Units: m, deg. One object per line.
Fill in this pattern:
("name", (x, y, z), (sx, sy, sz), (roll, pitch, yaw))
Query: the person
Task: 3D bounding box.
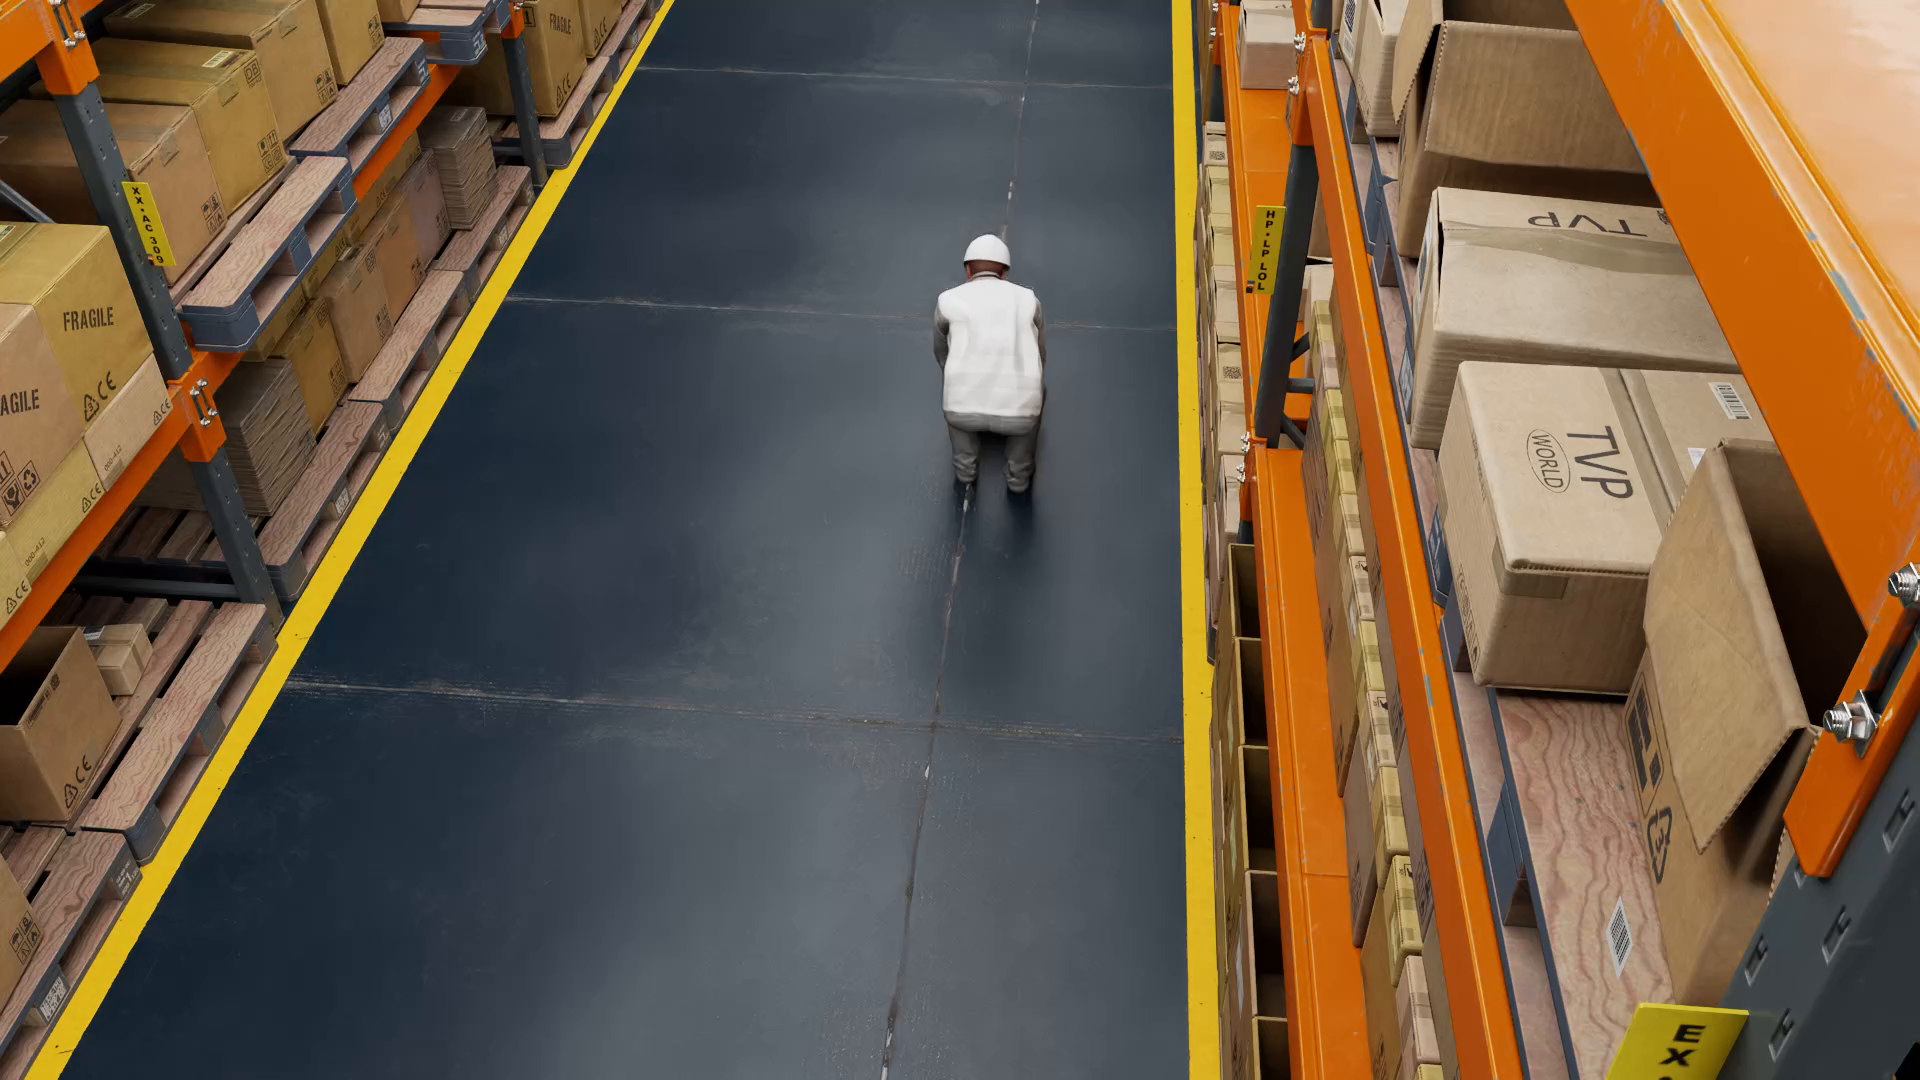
("person", (0.131, -0.782, 7.681), (0.547, 1.000, 0.900), (3, 40, 4))
